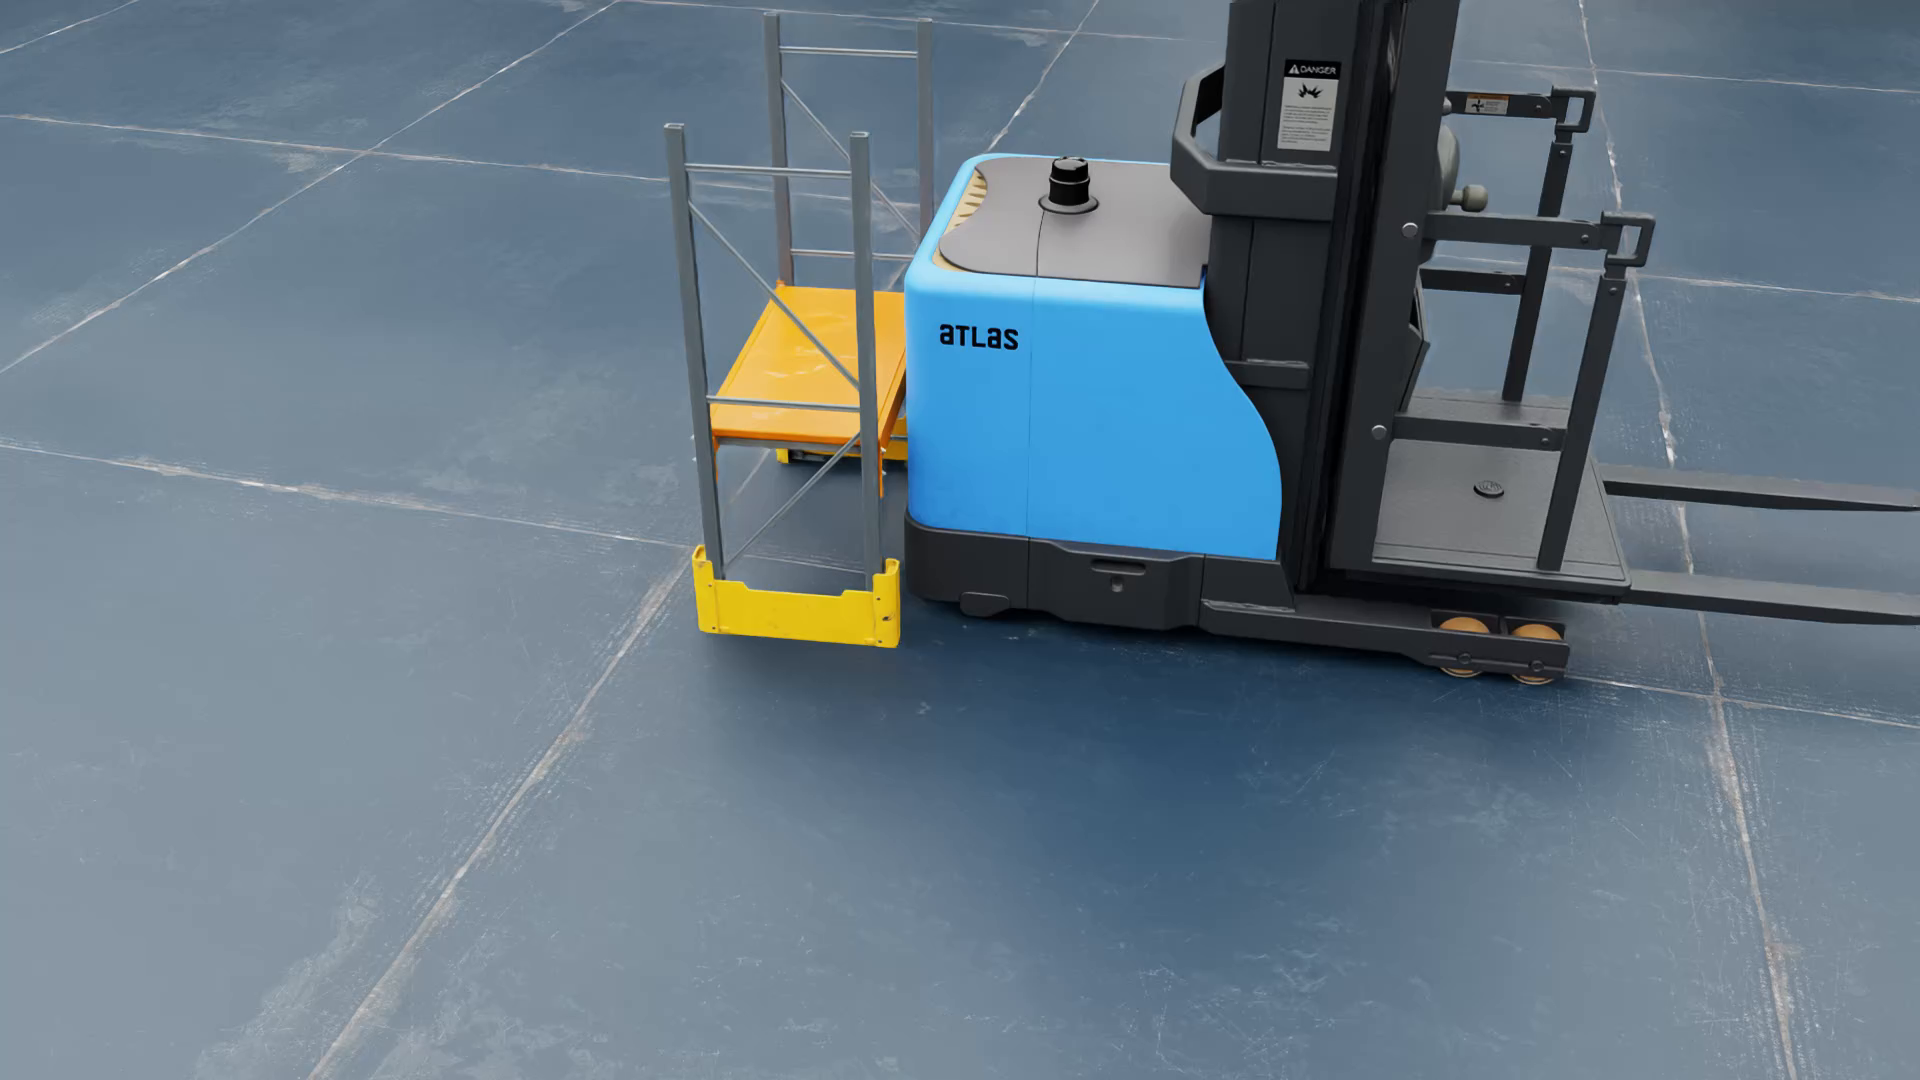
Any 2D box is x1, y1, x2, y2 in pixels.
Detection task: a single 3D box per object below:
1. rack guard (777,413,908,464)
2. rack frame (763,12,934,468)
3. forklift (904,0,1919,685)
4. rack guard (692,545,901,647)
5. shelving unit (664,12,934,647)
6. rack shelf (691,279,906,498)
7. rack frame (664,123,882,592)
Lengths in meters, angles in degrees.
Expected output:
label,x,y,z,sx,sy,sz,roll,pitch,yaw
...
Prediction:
label,x,y,z,sx,sy,sz,roll,pitch,yaw
rack guard,-0.329,-0.369,5.597,0.587,0.250,0.087,4,33,7
rack frame,-0.329,-0.897,5.263,0.500,1.500,0.032,4,33,7
forklift,1.404,-1.145,4.319,3.031,2.935,1.130,5,33,9
rack guard,-0.465,0.160,4.765,0.587,0.250,0.087,4,33,7
shelving unit,-0.397,-0.632,4.846,0.587,1.500,1.083,4,33,7
rack shelf,-0.398,-0.475,4.935,0.538,0.185,1.000,4,33,7
rack frame,-0.468,-0.357,4.413,0.500,1.500,0.032,4,33,7
